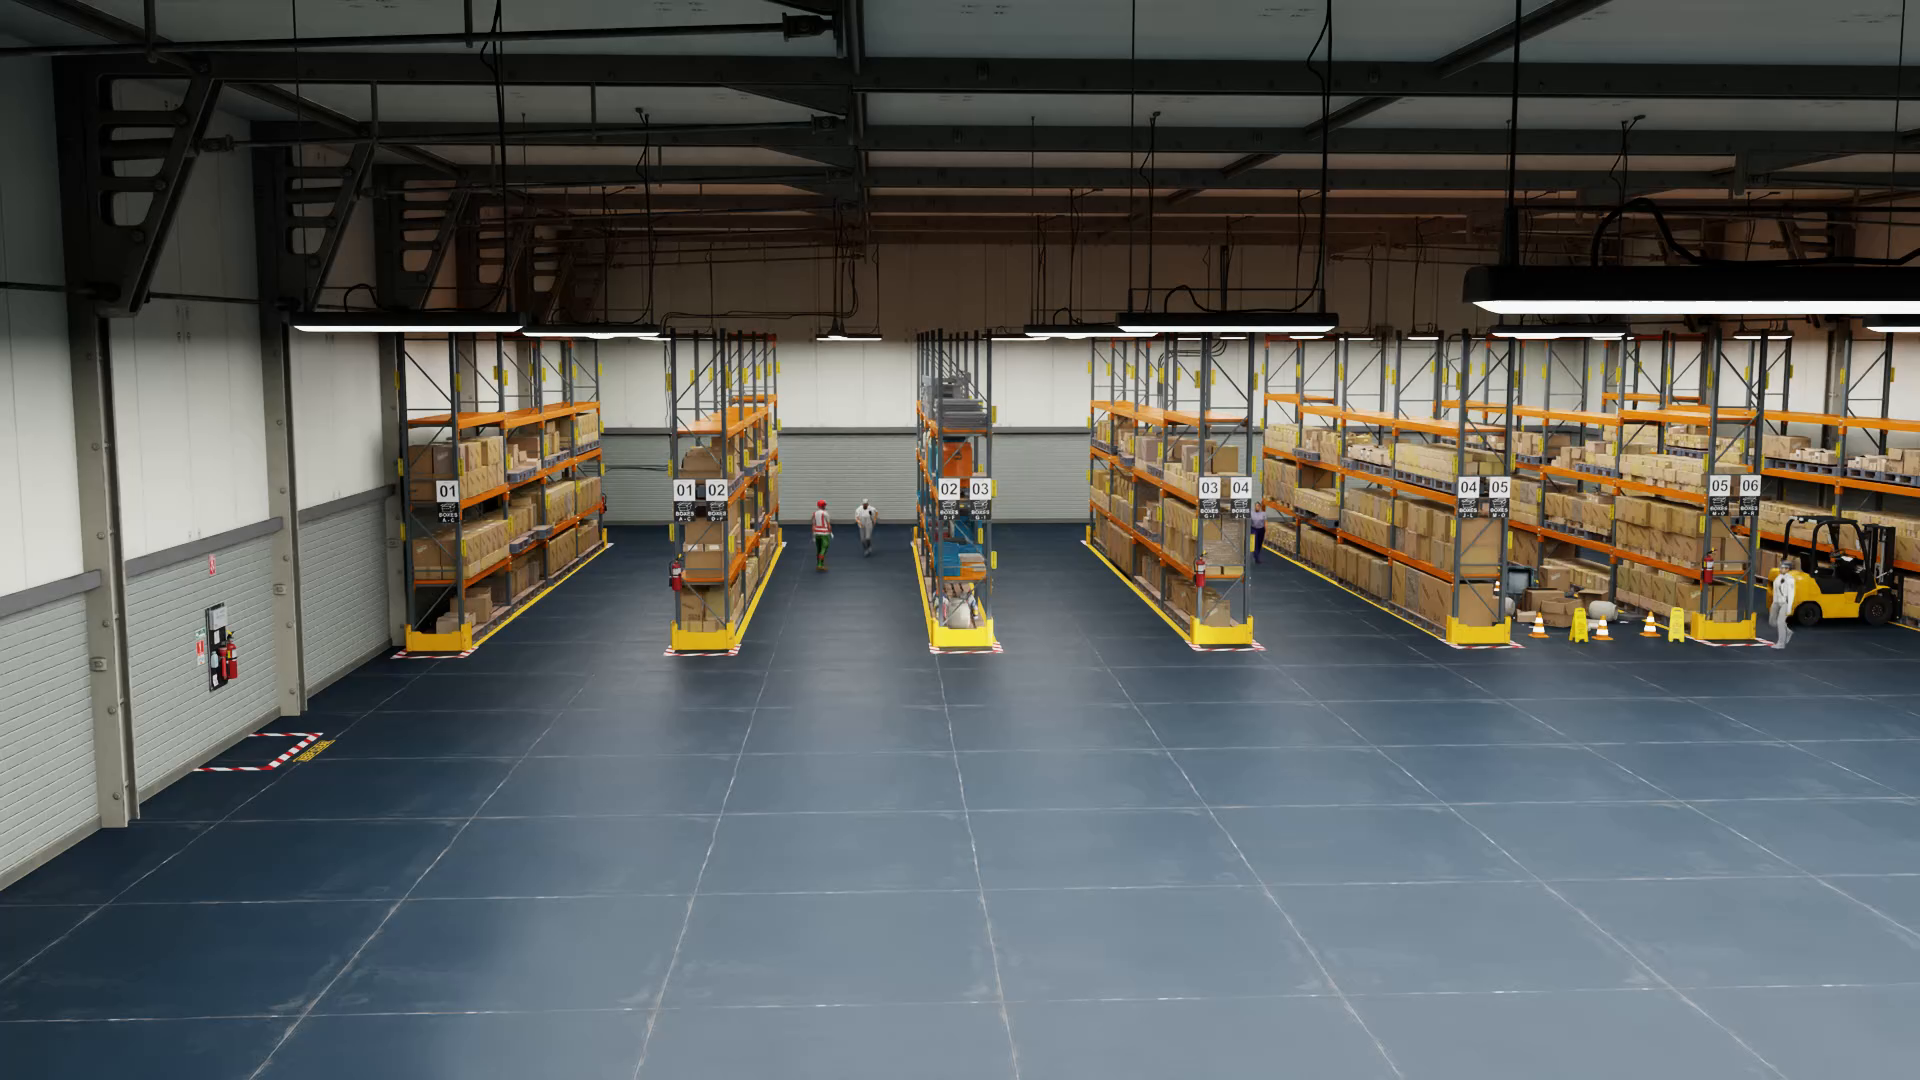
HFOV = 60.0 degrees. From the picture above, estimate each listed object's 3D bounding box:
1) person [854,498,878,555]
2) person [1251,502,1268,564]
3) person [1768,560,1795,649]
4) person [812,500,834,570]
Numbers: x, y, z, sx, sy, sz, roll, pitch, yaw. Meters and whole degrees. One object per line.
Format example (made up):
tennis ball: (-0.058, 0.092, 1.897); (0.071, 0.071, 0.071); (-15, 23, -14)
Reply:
person: (-2.531, -0.362, 45.041); (0.611, 1.572, 0.758); (1, 7, 7)
person: (7.821, -0.215, 43.575); (0.474, 1.588, 1.034); (-1, 7, -5)
person: (15.502, 1.200, 31.235); (0.574, 1.659, 0.503); (-2, 7, -17)
person: (-3.507, -0.129, 42.205); (0.582, 1.787, 0.733); (5, 8, 35)
